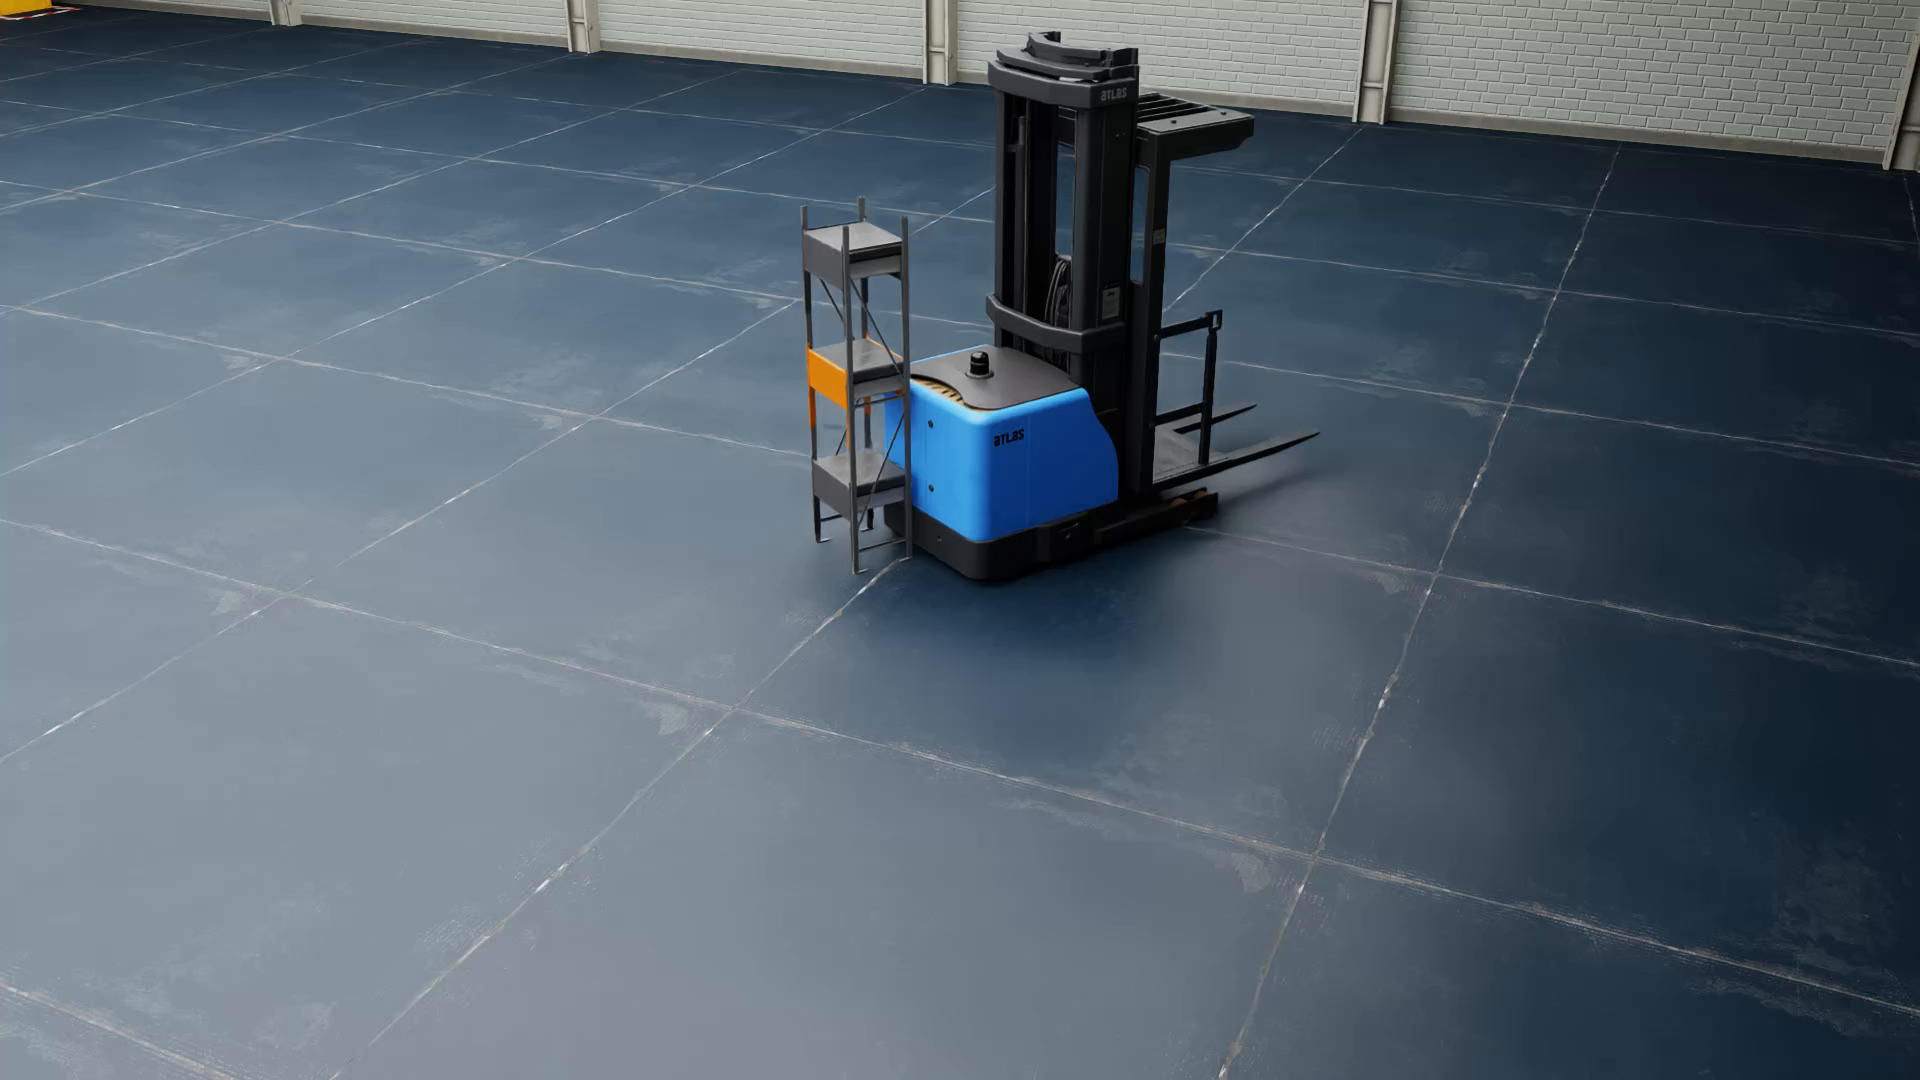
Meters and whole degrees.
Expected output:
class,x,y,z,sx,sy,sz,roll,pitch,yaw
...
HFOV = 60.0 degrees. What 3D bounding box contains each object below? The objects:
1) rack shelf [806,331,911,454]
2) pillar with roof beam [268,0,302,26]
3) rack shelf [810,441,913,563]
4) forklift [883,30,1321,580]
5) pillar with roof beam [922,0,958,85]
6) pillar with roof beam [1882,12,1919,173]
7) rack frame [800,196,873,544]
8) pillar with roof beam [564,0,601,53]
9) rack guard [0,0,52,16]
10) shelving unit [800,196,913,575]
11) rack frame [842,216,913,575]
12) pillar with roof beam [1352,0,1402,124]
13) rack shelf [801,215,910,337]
class,x,y,z,sx,sy,sz,roll,pitch,yaw
rack shelf,-0.589,-0.862,9.654,0.431,0.518,0.480,-15,30,-28
pillar with roof beam,-12.982,-10.897,22.195,0.400,9.000,9.100,11,28,22
rack shelf,-0.589,-0.234,9.963,0.431,0.518,0.480,-15,30,-28
forklift,1.020,-1.580,10.141,3.031,2.935,1.130,-18,31,-32
pillar with roof beam,-2.058,-8.703,17.739,0.400,9.000,9.100,11,28,22
pillar with roof beam,8.865,-6.509,13.282,0.400,9.000,9.100,11,28,22
rack frame,-0.718,-0.965,9.834,0.400,2.100,0.015,-15,30,-28
pillar with roof beam,-7.520,-9.800,19.967,0.400,9.000,9.100,11,28,22
rack guard,-16.379,-9.418,28.813,0.348,0.500,1.175,11,28,22
shelving unit,-0.589,-0.874,9.648,0.431,2.100,0.503,-15,30,-28
rack frame,-0.460,-0.783,9.462,0.400,2.100,0.015,-15,30,-28
pillar with roof beam,3.404,-7.606,15.510,0.400,9.000,9.100,11,28,22
rack shelf,-0.589,-1.490,9.345,0.431,0.518,0.480,-15,30,-28
